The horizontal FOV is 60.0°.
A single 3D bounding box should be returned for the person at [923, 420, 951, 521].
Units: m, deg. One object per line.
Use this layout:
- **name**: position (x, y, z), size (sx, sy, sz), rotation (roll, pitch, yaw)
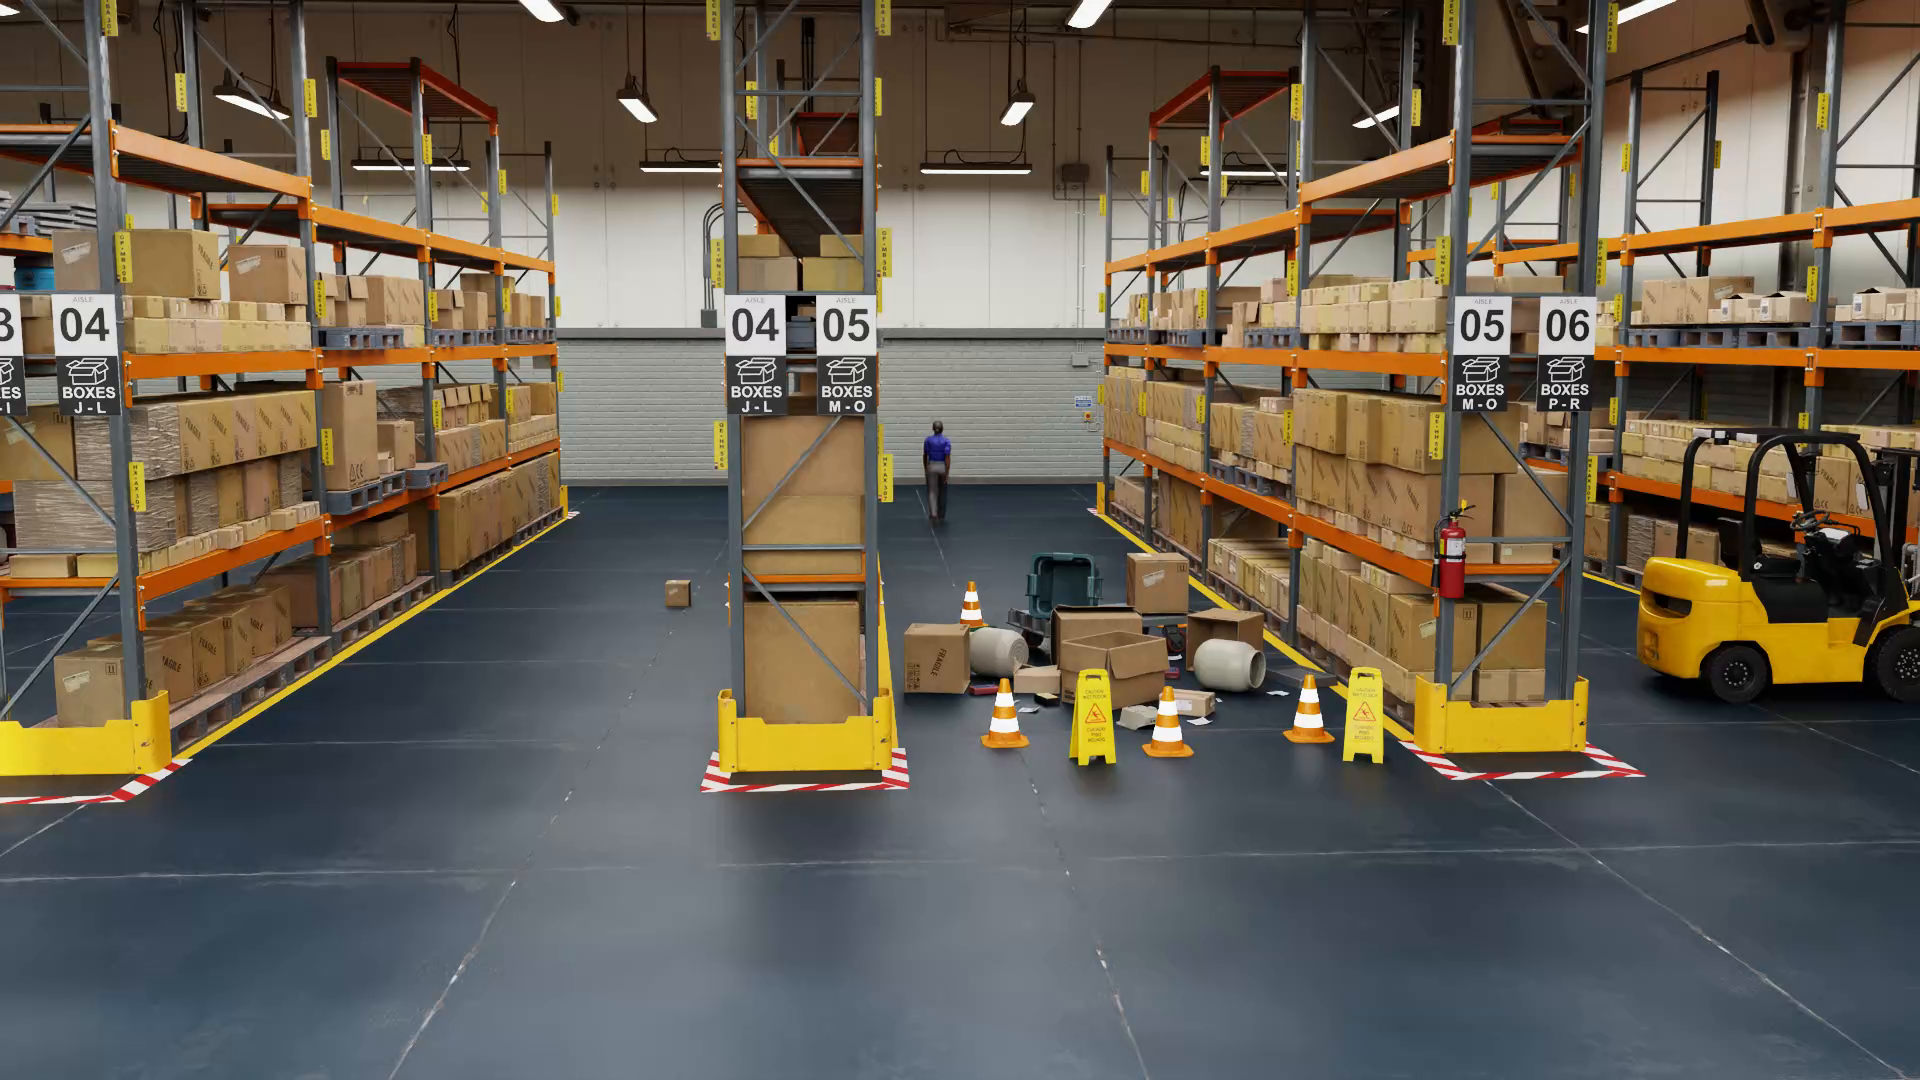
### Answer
- **person**: position (-0.360, -1.080, 26.102), size (0.434, 1.604, 0.967), rotation (0, 7, -3)
